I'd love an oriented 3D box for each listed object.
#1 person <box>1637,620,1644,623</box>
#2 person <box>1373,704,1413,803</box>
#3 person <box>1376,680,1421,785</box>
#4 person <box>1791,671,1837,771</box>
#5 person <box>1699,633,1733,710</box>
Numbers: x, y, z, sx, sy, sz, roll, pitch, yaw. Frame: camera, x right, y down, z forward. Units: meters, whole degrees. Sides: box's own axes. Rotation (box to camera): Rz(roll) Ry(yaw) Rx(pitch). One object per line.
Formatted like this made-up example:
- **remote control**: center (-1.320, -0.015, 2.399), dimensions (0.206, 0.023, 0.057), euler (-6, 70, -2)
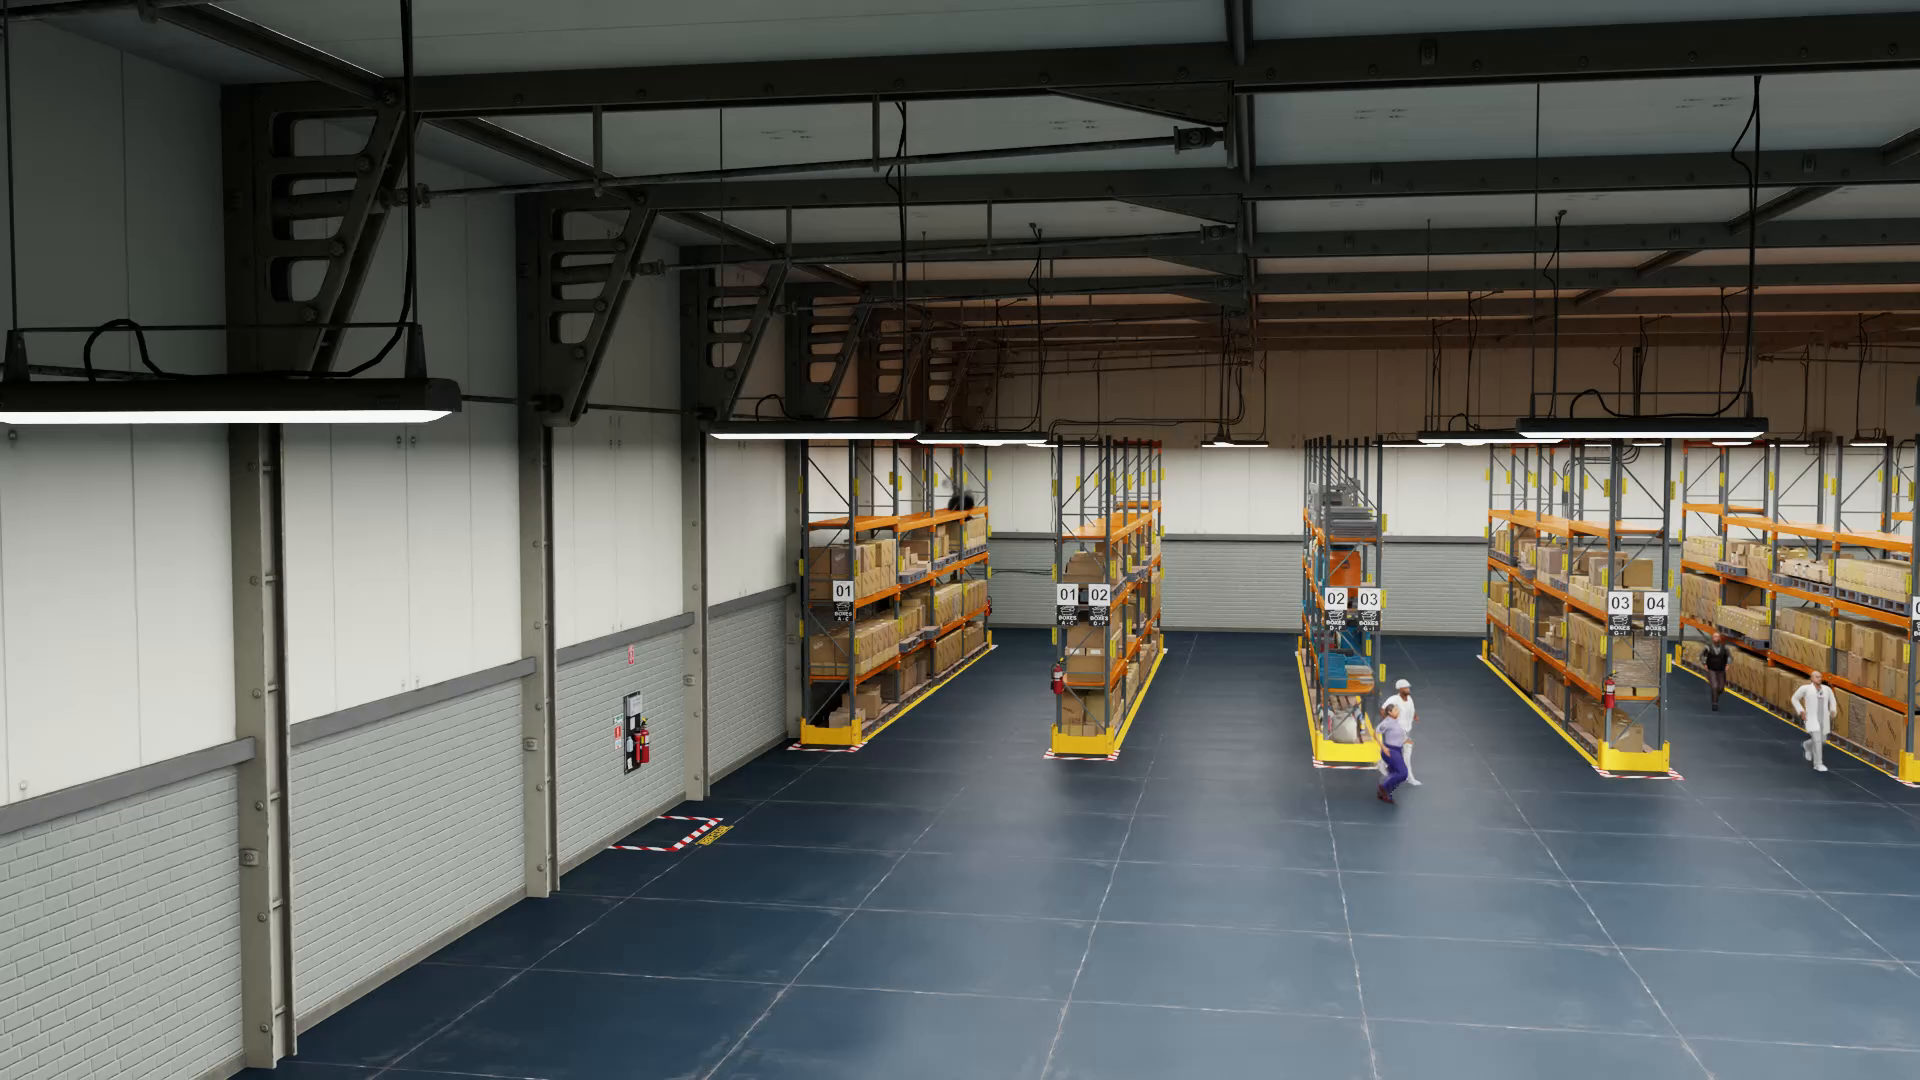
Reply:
- **person**: center (17.904, 2.461, 44.546), dimensions (0.757, 1.700, 0.552), euler (3, 4, 44)
- **person**: center (7.031, 3.456, 26.897), dimensions (0.575, 1.609, 0.592), euler (2, 4, 29)
- **person**: center (7.547, 3.264, 28.549), dimensions (0.920, 1.764, 0.694), euler (3, 4, 44)
- **person**: center (15.349, 3.222, 29.873), dimensions (0.742, 1.751, 0.934), euler (0, 3, 0)
- **person**: center (16.733, 2.893, 36.822), dimensions (0.681, 1.690, 0.733), euler (1, 3, 12)
